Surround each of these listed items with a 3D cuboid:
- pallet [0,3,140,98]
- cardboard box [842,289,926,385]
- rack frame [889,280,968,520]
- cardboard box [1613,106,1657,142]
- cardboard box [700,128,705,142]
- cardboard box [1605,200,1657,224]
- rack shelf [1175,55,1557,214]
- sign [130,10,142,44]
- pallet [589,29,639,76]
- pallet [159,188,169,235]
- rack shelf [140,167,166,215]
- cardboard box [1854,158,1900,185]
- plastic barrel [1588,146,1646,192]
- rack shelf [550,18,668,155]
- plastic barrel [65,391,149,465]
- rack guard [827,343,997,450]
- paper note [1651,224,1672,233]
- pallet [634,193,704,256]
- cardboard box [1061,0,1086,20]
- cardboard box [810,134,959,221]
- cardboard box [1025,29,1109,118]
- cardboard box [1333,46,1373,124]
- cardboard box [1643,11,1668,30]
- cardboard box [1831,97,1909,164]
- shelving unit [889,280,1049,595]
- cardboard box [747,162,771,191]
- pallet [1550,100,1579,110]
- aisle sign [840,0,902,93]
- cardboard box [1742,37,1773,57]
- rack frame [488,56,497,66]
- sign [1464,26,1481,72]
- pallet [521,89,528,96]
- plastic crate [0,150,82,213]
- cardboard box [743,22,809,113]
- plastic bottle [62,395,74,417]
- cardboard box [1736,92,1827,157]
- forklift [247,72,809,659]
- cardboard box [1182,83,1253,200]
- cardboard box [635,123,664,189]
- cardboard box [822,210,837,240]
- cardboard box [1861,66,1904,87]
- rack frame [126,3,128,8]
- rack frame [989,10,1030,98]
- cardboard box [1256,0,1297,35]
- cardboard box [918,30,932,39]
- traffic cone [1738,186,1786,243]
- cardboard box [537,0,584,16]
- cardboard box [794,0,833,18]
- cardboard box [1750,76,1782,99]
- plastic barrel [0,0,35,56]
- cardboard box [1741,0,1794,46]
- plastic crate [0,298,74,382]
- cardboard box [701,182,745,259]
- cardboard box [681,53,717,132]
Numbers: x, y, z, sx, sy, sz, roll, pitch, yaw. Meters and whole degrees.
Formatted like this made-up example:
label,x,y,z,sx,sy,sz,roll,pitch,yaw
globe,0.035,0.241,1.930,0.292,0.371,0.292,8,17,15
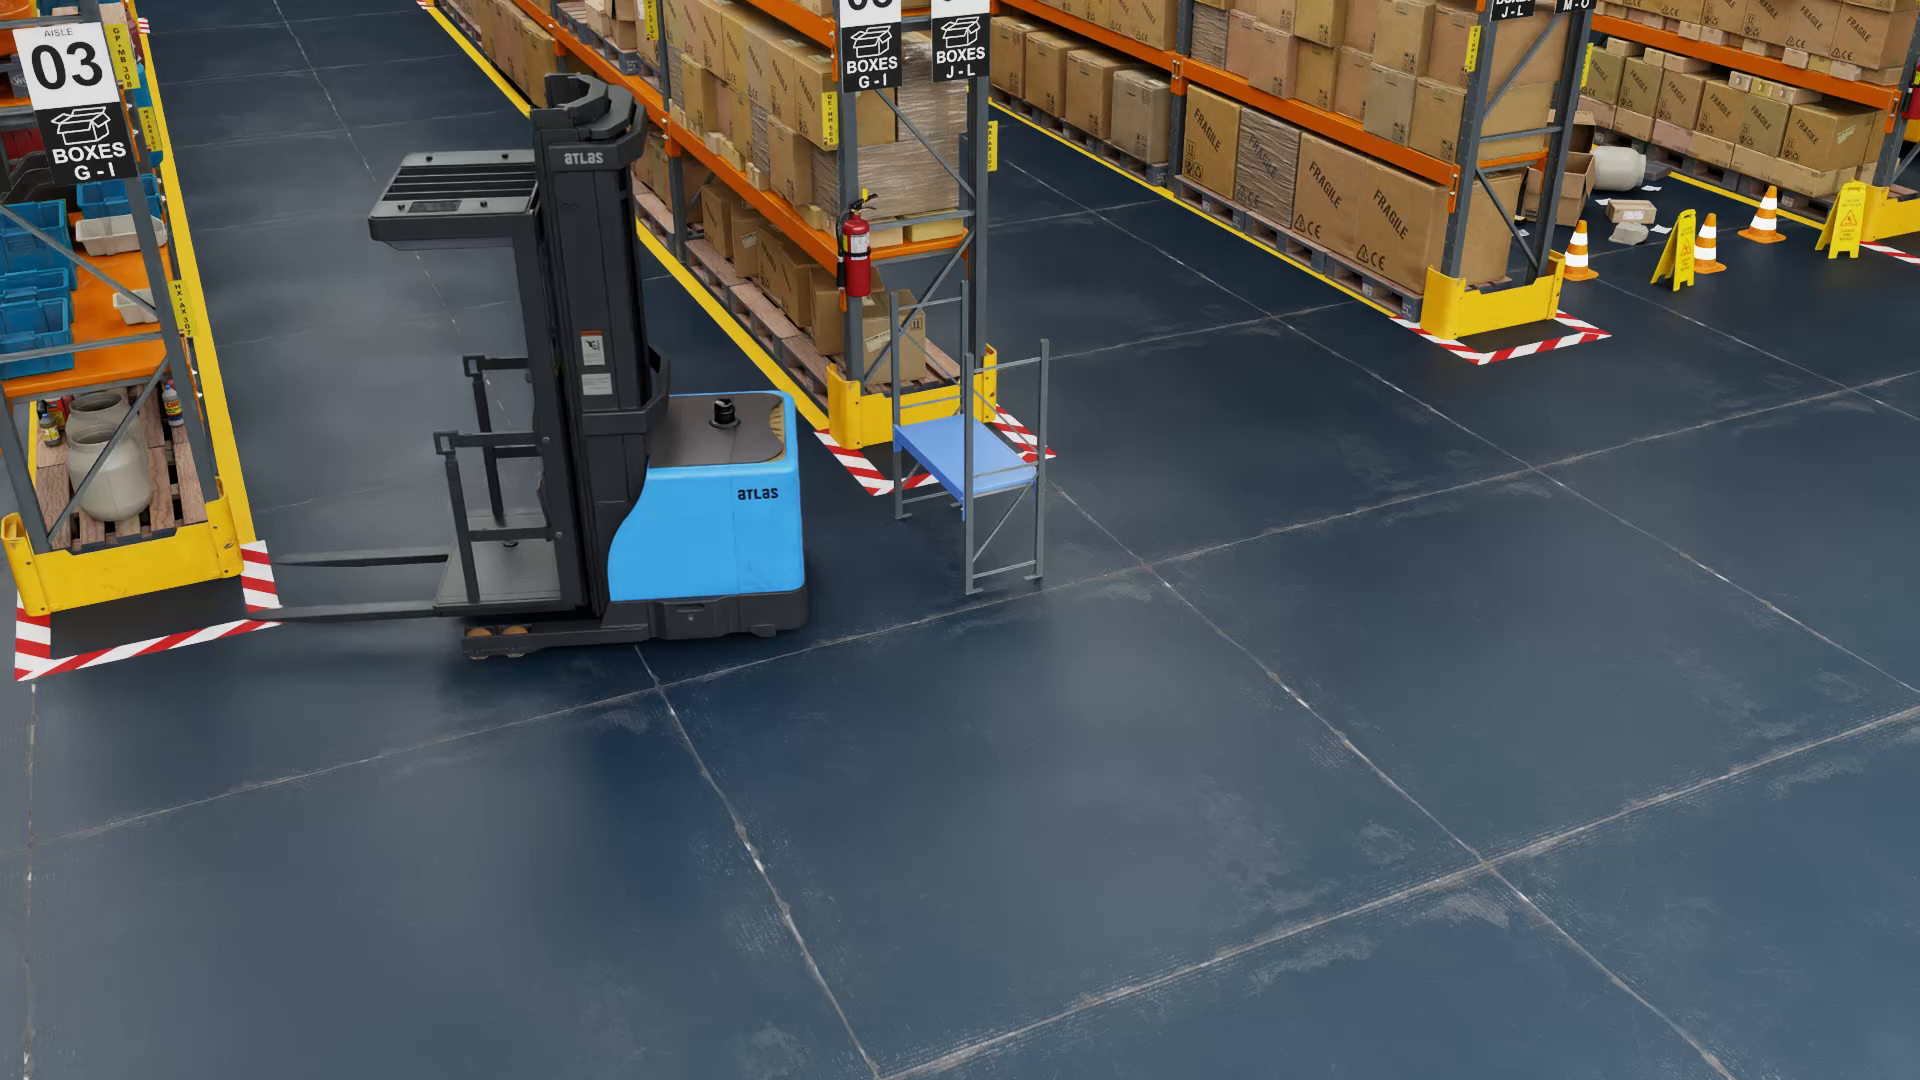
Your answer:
label,x,y,z,sx,sy,sz,roll,pitch,yaw
pallet,-5.034,-2.649,9.006,1.003,0.211,1.213,-13,32,-22
cardboard box,-0.547,-1.449,11.867,0.500,0.500,0.500,-7,30,-13
rack frame,-0.182,-0.841,10.189,0.500,1.500,0.032,-13,32,-22
cardboard box,7.188,-4.358,17.309,0.500,0.250,0.500,-11,31,-19
cardboard box,-1.846,-3.250,13.209,0.380,0.149,0.250,-13,32,-22
cardboard box,6.270,-3.069,15.544,0.380,0.149,0.250,2,29,4
rack shelf,3.371,-3.643,14.389,1.077,0.370,4.000,-13,32,-22
sign,-7.708,-4.761,15.479,0.100,0.325,0.005,-13,32,-22
pallet,-2.841,-4.661,15.665,1.003,0.211,1.213,-13,32,-22
pallet,-7.904,-3.004,15.365,1.003,0.211,1.213,-13,32,-22
rack shelf,-7.343,-3.374,13.908,1.077,0.370,4.000,-13,32,-22
cardboard box,8.560,-3.556,15.880,0.500,0.250,0.500,-13,32,-22
plastic barrel,6.403,-3.629,16.261,0.512,0.421,0.421,7,30,13
rack shelf,-2.869,-4.414,15.762,1.077,0.370,4.000,-13,32,-22
plastic barrel,-5.334,-0.631,10.396,0.421,0.512,0.421,0,29,0
rack guard,-0.326,-1.020,11.531,1.175,0.500,0.348,-13,32,-22
paper note,6.453,-2.862,15.296,0.142,0.019,0.148,26,38,38
pallet,-2.346,-2.971,15.306,1.003,0.211,1.213,-13,32,-22
cardboard box,1.393,-5.729,17.270,0.500,0.500,0.500,-13,32,-22
cardboard box,-0.505,-2.499,11.206,0.875,0.500,0.500,-13,32,-22
cardboard box,1.353,-5.136,18.186,1.050,0.750,0.750,-13,32,-21
cardboard box,3.646,-3.806,13.789,0.875,0.550,0.550,-13,32,-22
cardboard box,7.157,-5.280,16.830,0.380,0.149,0.250,-12,31,-20
cardboard box,8.549,-3.893,15.715,0.500,0.500,0.500,-14,32,-24
shelving unit,0.037,-0.616,9.789,0.538,1.500,1.048,-13,32,-22
cardboard box,-1.341,-2.690,12.211,0.380,0.149,0.250,-13,32,-22
pallet,6.604,-5.052,19.017,1.003,0.211,1.213,-13,32,-22
aisle sign,-0.538,-3.120,10.063,0.394,0.787,0.004,-13,32,-22
cardboard box,7.691,-4.719,15.828,0.380,0.149,0.250,-13,32,-22
rack frame,-5.445,-7.378,20.313,1.000,3.000,0.127,-13,32,-22
sign,3.733,-3.574,12.104,0.100,0.325,0.005,-13,32,-22
pallet,-4.518,-5.297,19.453,1.003,0.211,1.213,-13,32,-22
plastic crate,-6.374,-2.519,11.712,0.767,0.338,0.504,-13,32,-22
cardboard box,-1.185,-3.319,11.645,0.500,0.500,0.500,-13,32,-22
plastic bottle,-5.939,-0.903,11.094,0.061,0.283,0.133,-13,32,-22
cardboard box,7.850,-3.998,15.900,0.500,0.500,0.500,-12,31,-20
forklift,-2.397,-0.900,8.832,3.031,2.935,1.130,-3,29,-6
cardboard box,2.719,-3.805,15.684,0.875,0.875,0.875,-13,32,-21
cardboard box,-2.683,-3.683,15.830,0.700,0.500,0.500,-16,33,-26
cardboard box,-0.709,-2.160,11.266,0.380,0.149,0.250,-13,32,-22
cardboard box,8.303,-4.168,14.847,0.380,0.149,0.250,-12,31,-20
rack frame,-11.636,-8.105,21.610,1.000,3.000,0.127,-13,32,-22
rack frame,0.795,-6.608,18.940,1.000,3.000,0.127,-13,32,-22
cardboard box,3.088,-4.721,14.318,0.875,0.550,0.550,-13,32,-22
cardboard box,-0.185,-6.397,20.690,0.500,0.500,0.500,-15,32,-24
traffic cone,7.307,-2.970,15.047,0.336,0.463,0.334,-13,32,-22
cardboard box,-4.164,-5.820,17.434,0.500,0.500,0.500,-12,31,-20
cardboard box,-0.730,-3.480,10.448,0.500,0.250,0.500,-12,32,-21
cardboard box,7.754,-4.311,15.795,0.380,0.149,0.250,-13,32,-21
plastic barrel,-5.090,-2.904,8.399,0.600,0.830,0.708,-13,32,-22
cardboard box,7.752,-4.957,15.590,0.500,0.500,0.500,-13,32,-22
plastic crate,-5.252,-1.130,9.324,0.499,0.251,0.616,-13,32,-22
cardboard box,-1.875,-2.752,14.190,0.500,0.500,0.500,-14,32,-23
cardboard box,-1.691,-3.577,13.129,0.875,0.500,0.500,-13,32,-22
